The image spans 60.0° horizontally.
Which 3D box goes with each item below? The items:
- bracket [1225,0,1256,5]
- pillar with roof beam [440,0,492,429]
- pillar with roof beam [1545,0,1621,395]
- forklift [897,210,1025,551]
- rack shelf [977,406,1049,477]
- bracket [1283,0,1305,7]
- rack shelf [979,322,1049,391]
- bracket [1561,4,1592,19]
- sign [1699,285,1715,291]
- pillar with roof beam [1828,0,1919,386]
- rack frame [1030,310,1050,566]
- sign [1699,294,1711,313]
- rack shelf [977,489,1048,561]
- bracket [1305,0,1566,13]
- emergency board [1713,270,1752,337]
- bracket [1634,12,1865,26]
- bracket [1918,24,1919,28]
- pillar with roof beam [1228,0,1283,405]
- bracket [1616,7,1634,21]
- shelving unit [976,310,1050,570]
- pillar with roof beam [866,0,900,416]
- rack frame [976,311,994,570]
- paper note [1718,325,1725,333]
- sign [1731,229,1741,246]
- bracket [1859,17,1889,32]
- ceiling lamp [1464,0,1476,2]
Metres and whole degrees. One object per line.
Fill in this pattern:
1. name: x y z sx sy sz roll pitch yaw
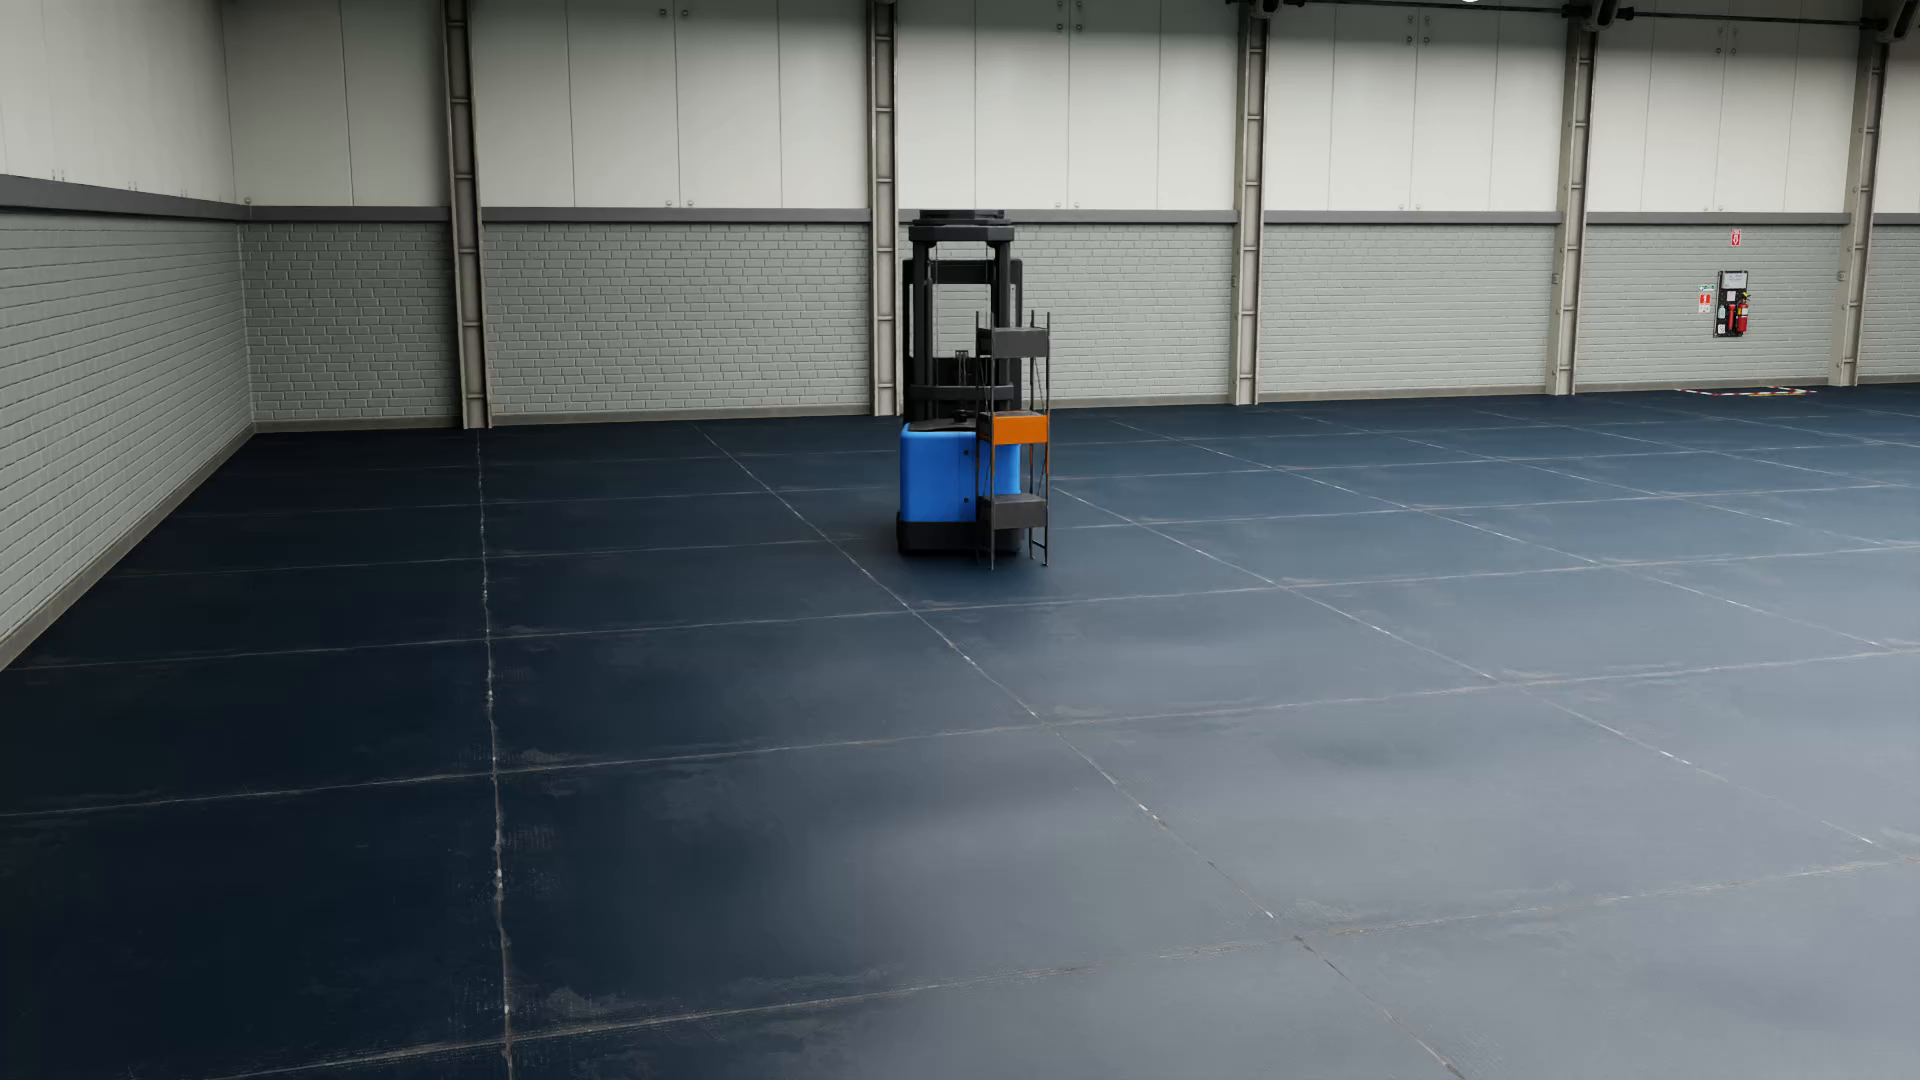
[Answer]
1. bracket: 4.311 -8.336 25.530 0.430 0.232 0.235 -3 11 -16
2. pillar with roof beam: -5.708 -5.293 18.942 0.400 9.000 9.100 -3 11 -16
3. pillar with roof beam: 11.575 -6.204 23.890 0.548 9.000 9.100 -3 11 -16
4. forklift: 0.028 -1.563 15.440 1.130 2.935 3.031 0 10 1
5. rack shelf: 0.433 -0.821 13.774 0.480 0.518 0.431 -4 11 -18
6. bracket: 5.108 -8.378 25.759 0.430 0.232 0.235 -3 11 -16
7. rack shelf: 0.432 -1.509 13.645 0.480 0.518 0.431 -4 11 -18
8. bracket: 10.072 -8.640 27.180 0.430 0.232 0.235 -3 11 -16
9. sign: 13.196 -4.454 29.391 0.331 0.109 0.001 -3 11 -16
10. pillar with roof beam: 17.336 -6.507 25.539 0.548 9.000 9.100 -3 11 -16
11. rack frame: 0.665 -0.849 13.848 0.015 2.100 0.400 -4 11 -18
12. sign: 13.189 -4.194 29.446 0.234 0.329 0.001 -3 11 -16
13. rack shelf: 0.434 -0.133 13.903 0.480 0.518 0.431 -4 11 -18
14. bracket: 7.582 -8.508 26.467 4.783 0.066 0.076 -3 11 -16
15. emergency board: 13.749 -4.187 29.504 0.643 1.169 0.194 -3 11 -16
16. bracket: 13.343 -8.812 28.116 4.783 0.066 0.076 -3 11 -16
17. bracket: 19.104 -9.116 29.766 4.783 0.066 0.076 -3 11 -16
18. pillar with roof beam: 5.814 -5.900 22.241 0.548 9.000 9.100 -3 11 -16
19. bracket: 10.869 -8.682 27.408 0.430 0.232 0.235 -3 11 -16
20. shelving unit: 0.433 -0.834 13.772 0.503 2.100 0.431 -4 11 -18
21. pillar with roof beam: 0.053 -5.596 20.591 0.548 9.000 9.100 -3 11 -16
22. rack frame: 0.202 -0.820 13.696 0.015 2.100 0.400 -4 11 -18
23. paper note: 13.560 -3.757 29.600 0.142 0.148 0.016 -3 11 -16
24. sign: 13.714 -5.344 29.386 0.199 0.298 0.001 -3 11 -16
25. bracket: 15.833 -8.943 28.829 0.430 0.232 0.235 -3 11 -16
26. ceiling lamp: 7.175 -7.173 21.715 0.237 0.041 1.941 -3 11 -16
